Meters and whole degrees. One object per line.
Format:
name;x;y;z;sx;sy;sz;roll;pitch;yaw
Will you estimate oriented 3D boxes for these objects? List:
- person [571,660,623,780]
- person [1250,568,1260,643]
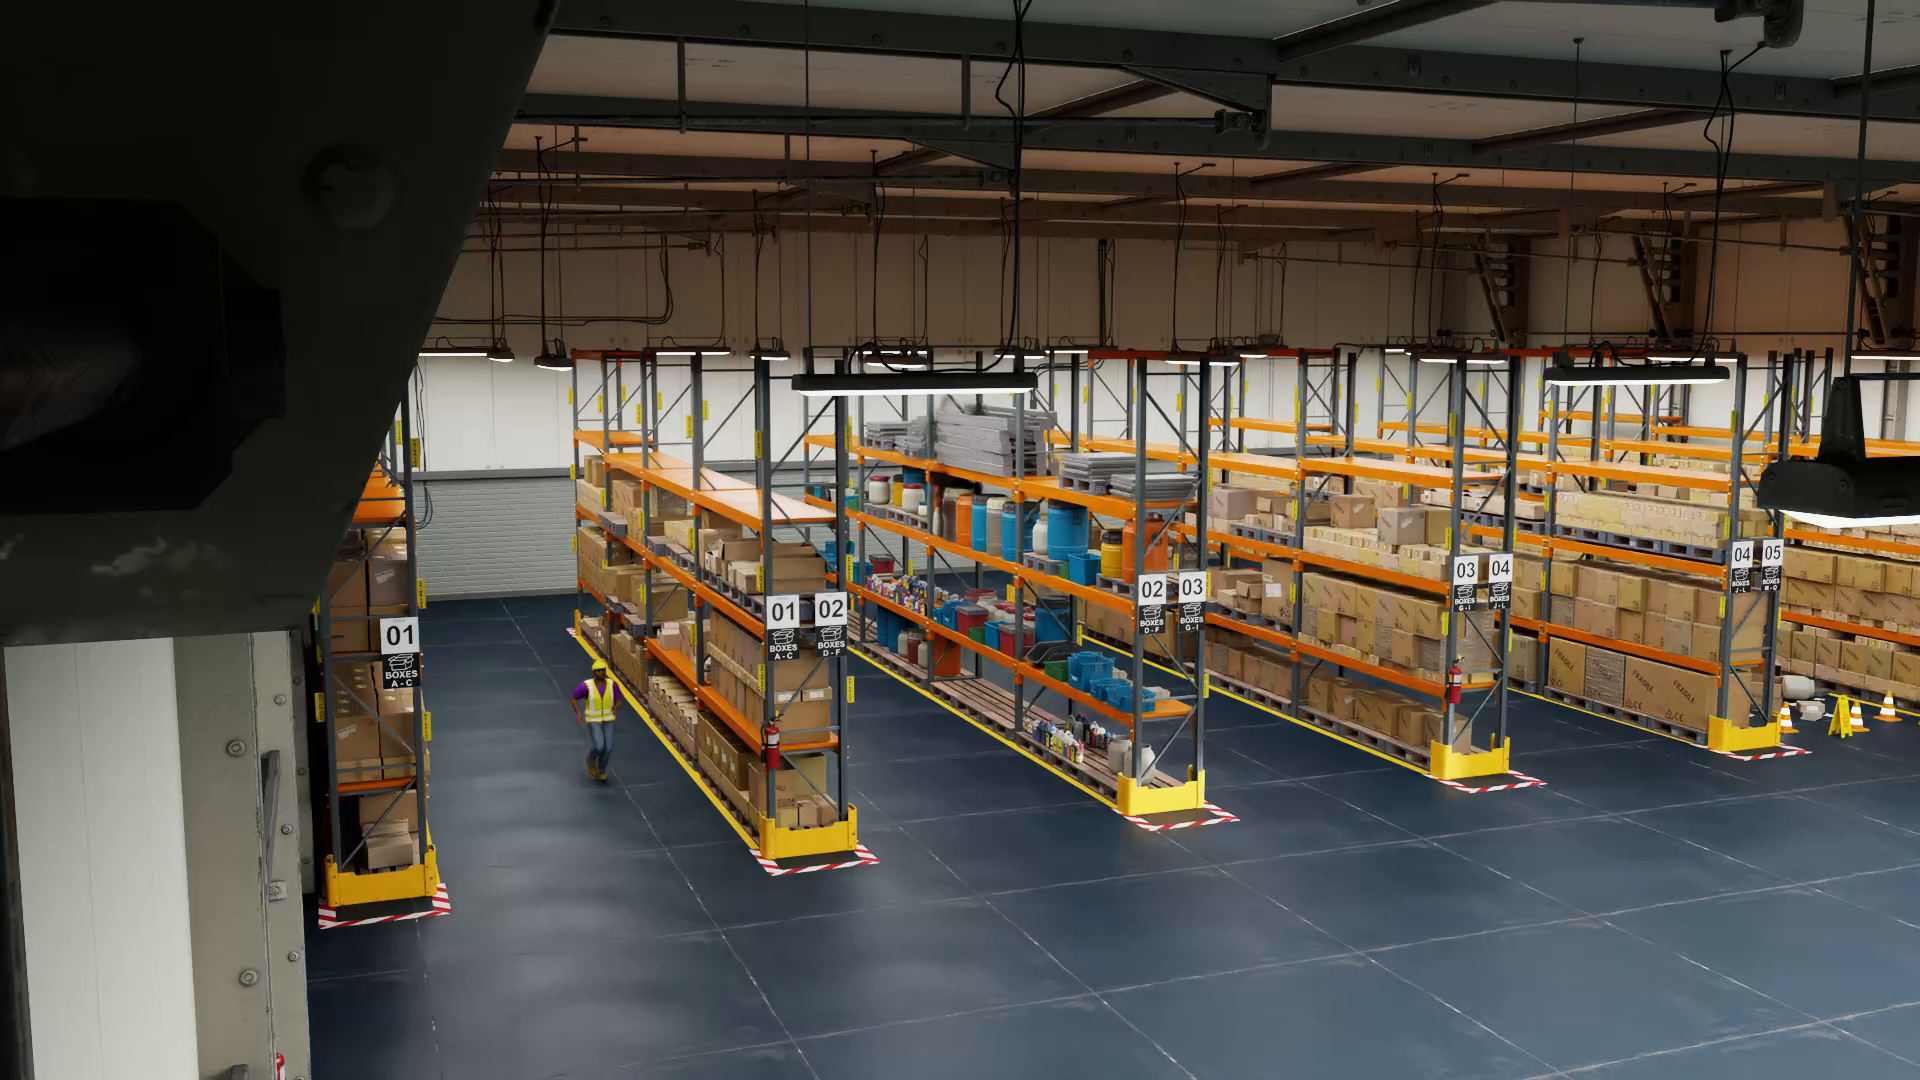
person;-5.067;2.558;23.454;0.690;1.721;0.597;-4;8;-29
person;5.750;1.415;32.585;0.669;1.749;0.583;-3;8;-23
